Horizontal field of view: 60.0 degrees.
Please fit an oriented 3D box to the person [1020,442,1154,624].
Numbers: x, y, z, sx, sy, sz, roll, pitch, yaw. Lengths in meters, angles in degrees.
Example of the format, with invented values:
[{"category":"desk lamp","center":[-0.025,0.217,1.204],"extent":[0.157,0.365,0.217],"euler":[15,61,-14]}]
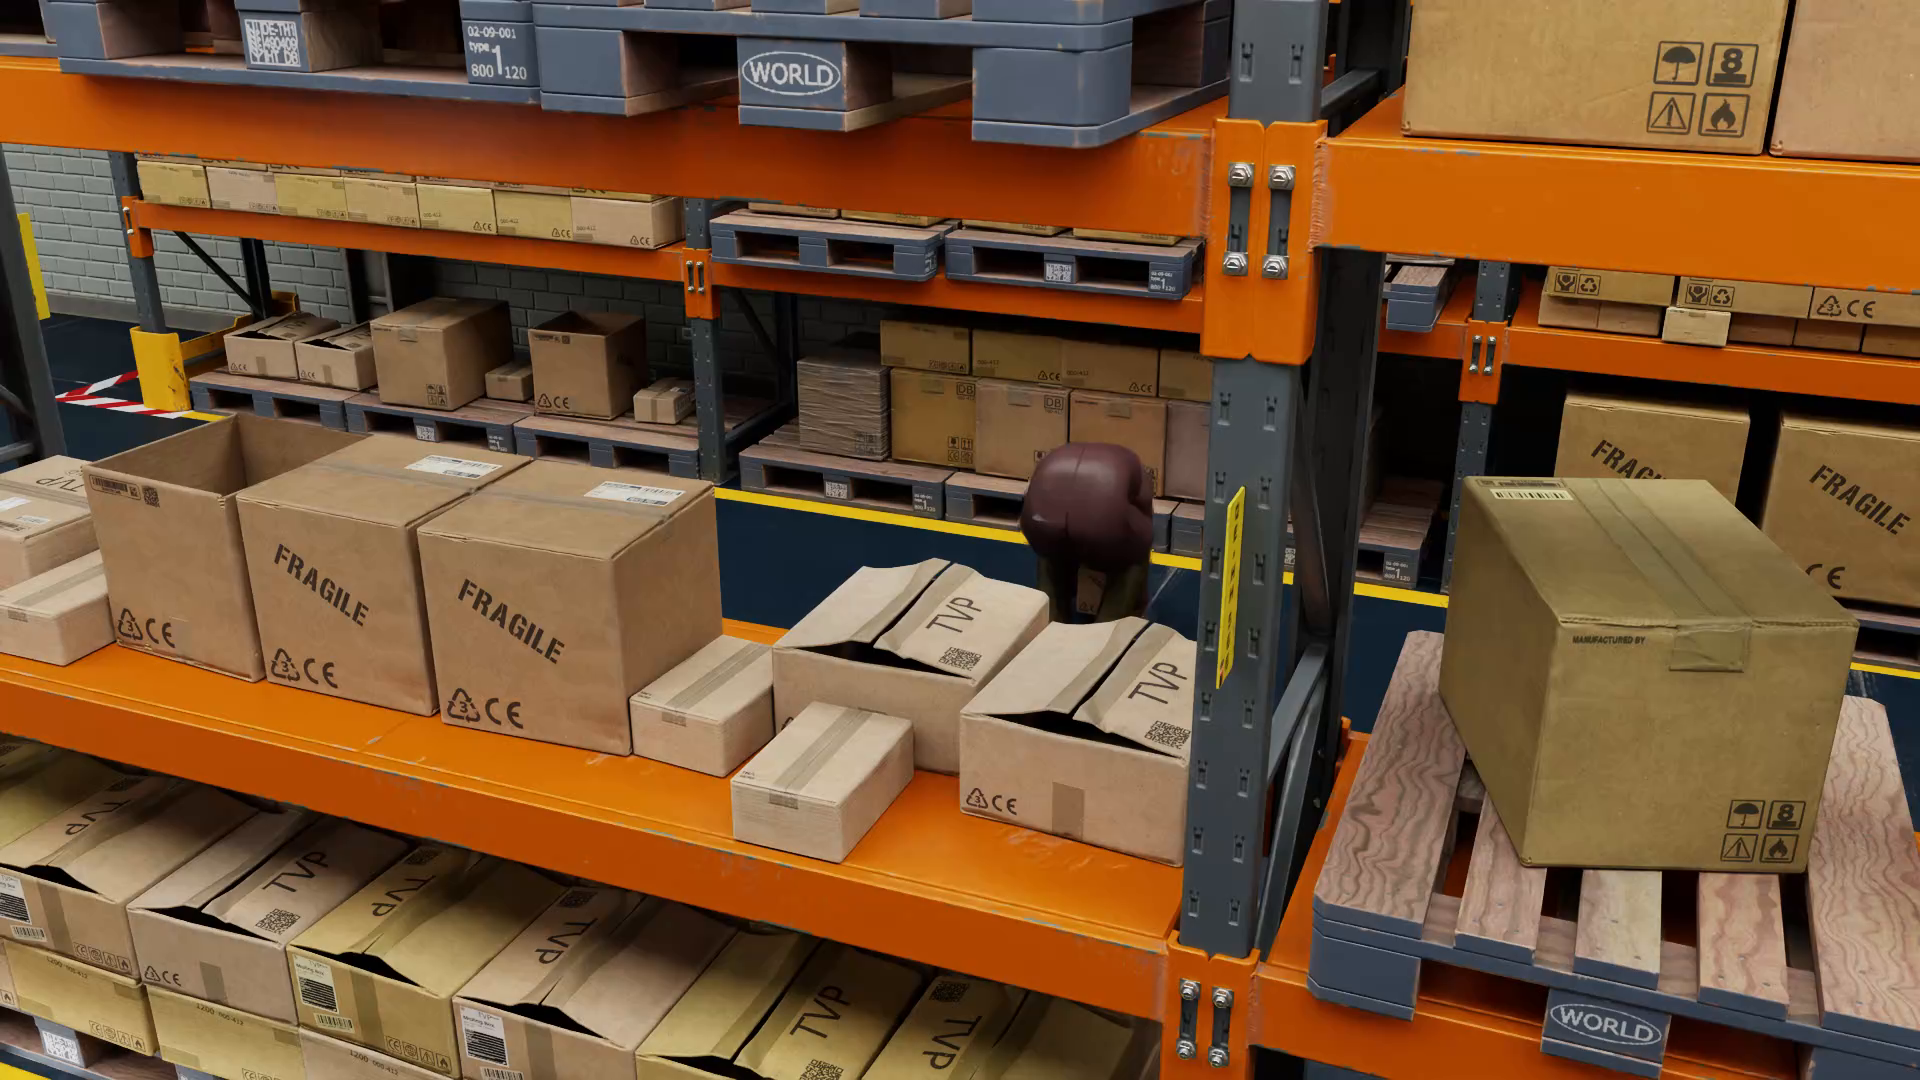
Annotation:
[{"category":"person","center":[0.574,0.009,7.126],"extent":[0.583,0.996,0.942],"euler":[7,23,18]}]
